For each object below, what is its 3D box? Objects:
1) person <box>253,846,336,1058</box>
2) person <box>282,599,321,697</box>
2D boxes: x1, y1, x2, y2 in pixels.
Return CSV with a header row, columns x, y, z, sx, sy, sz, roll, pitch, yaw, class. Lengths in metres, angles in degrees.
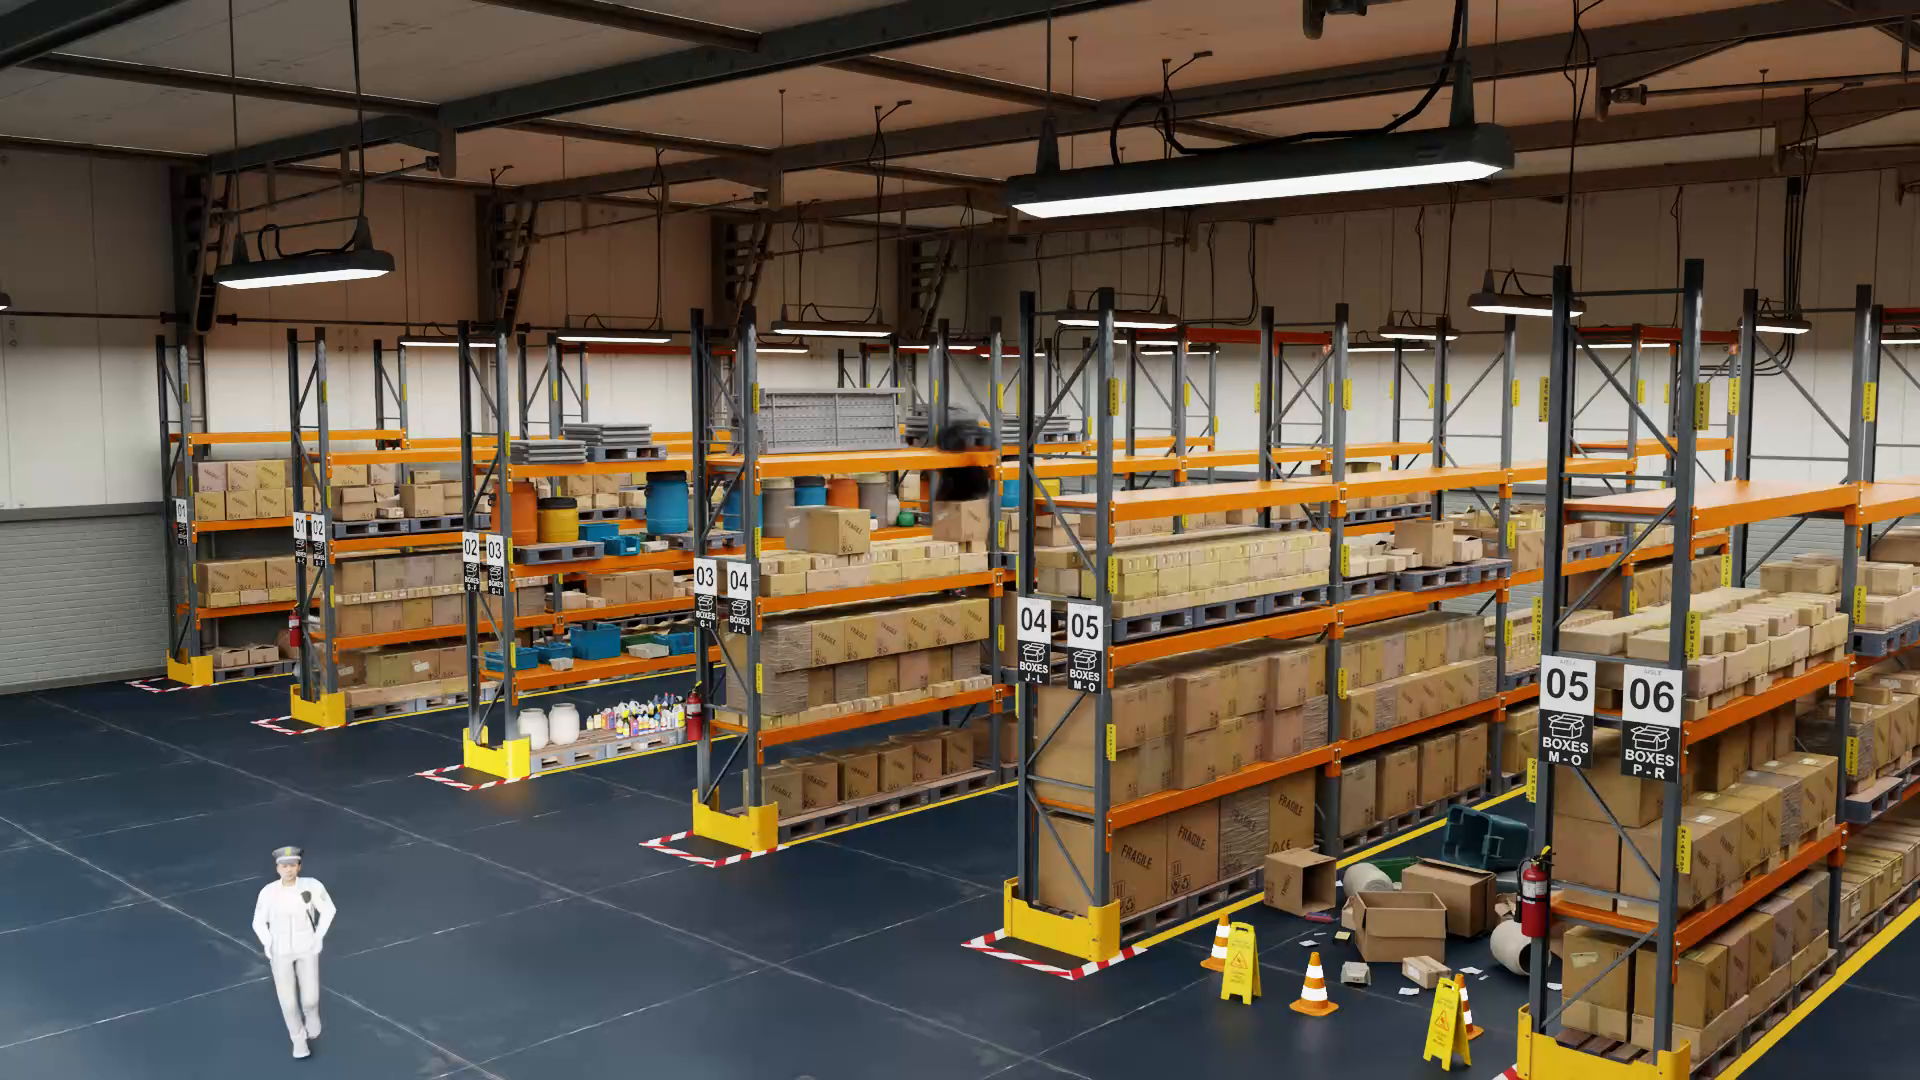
x,y,z,sx,sy,sz,roll,pitch,yaw,class
-5.099,3.148,12.746,0.592,1.646,0.539,-2,6,-18,person
-10.637,1.809,26.953,0.637,1.731,0.698,3,6,33,person
